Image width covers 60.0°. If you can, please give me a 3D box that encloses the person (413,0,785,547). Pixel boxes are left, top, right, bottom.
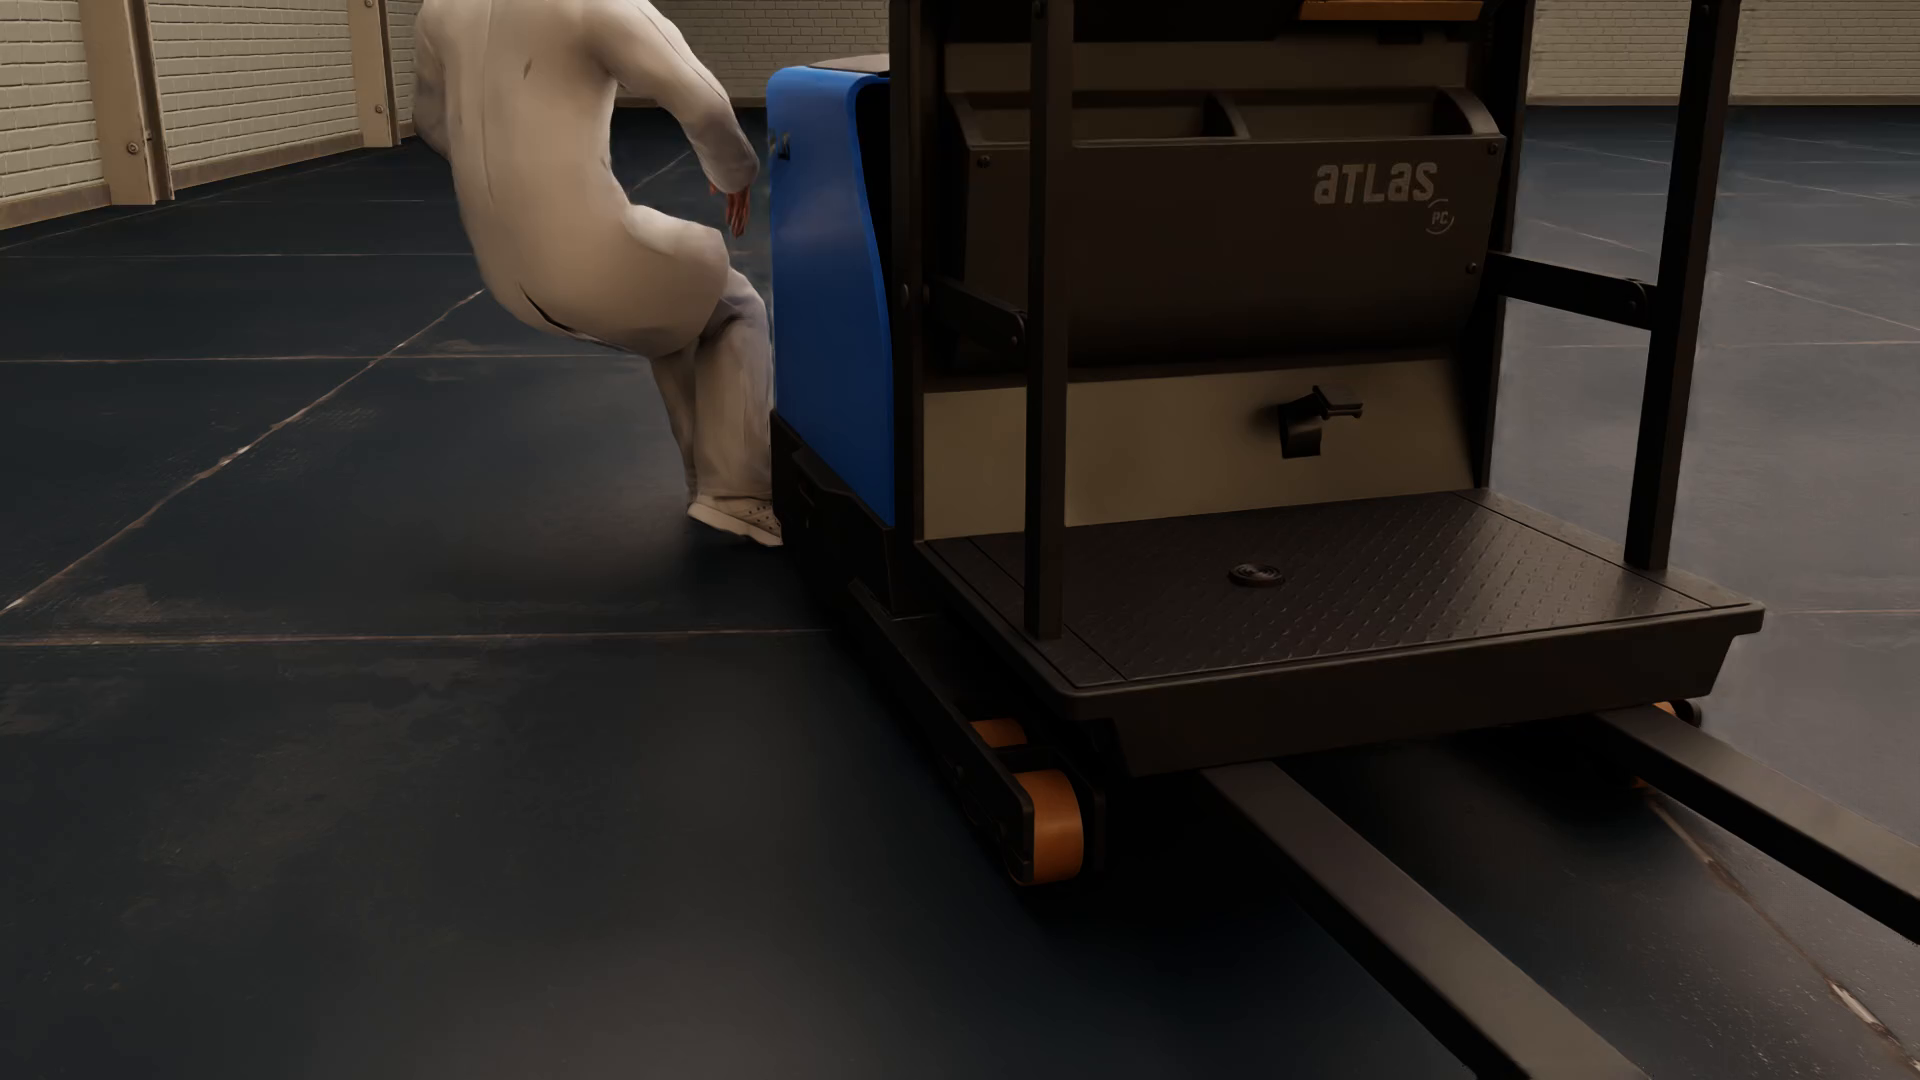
[{"bbox_3d":[-0.728,-0.736,3.864,0.835,1.573,0.923,10,20,29],"label":"person"}]

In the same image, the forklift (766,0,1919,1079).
[{"bbox_3d":[0.501,-1.047,2.329,1.130,2.935,3.031,-5,18,-17],"label":"forklift"}]
